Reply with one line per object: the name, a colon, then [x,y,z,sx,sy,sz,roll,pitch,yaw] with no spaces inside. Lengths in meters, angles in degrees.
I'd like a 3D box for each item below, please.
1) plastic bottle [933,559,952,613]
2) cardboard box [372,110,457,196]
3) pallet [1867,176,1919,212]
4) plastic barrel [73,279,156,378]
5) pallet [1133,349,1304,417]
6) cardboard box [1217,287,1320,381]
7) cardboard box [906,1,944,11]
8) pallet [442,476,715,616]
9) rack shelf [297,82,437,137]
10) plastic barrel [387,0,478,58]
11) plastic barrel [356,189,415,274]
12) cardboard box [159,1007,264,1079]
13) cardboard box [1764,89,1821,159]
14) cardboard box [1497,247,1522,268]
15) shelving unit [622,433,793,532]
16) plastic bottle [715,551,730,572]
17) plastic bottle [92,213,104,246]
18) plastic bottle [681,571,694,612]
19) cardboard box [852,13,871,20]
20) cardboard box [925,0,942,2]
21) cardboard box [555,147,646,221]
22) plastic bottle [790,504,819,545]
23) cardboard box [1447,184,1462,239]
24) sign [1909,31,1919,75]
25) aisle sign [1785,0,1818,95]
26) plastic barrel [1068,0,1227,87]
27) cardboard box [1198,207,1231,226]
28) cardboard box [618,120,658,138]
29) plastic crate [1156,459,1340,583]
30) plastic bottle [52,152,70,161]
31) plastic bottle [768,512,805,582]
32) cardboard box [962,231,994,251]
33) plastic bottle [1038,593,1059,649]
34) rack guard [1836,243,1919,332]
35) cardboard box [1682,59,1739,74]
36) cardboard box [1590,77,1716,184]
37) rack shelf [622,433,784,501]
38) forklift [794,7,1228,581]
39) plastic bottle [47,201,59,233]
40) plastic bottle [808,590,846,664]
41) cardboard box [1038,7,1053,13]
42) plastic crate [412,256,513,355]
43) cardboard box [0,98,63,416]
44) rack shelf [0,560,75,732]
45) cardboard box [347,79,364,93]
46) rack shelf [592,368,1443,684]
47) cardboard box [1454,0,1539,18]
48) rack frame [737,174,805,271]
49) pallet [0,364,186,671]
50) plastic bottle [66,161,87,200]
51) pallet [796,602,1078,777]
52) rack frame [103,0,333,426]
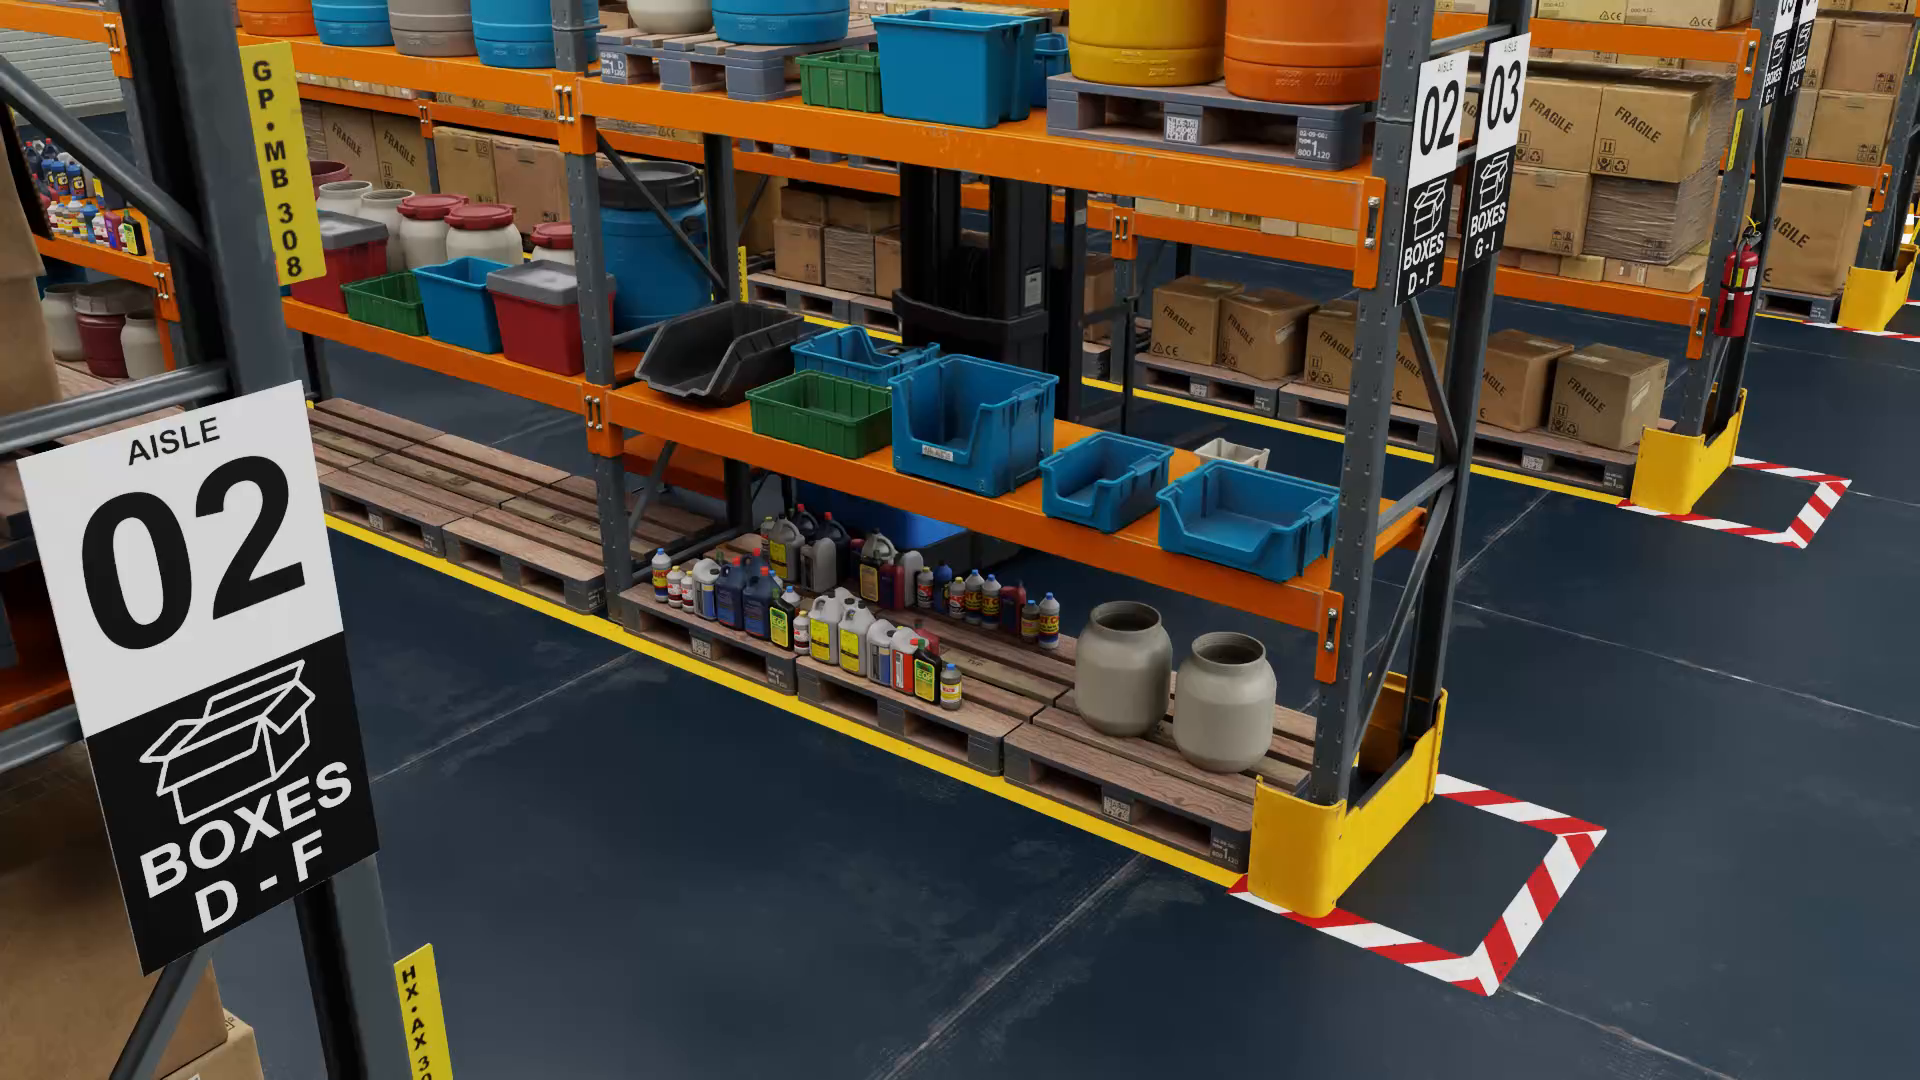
plastic bottle: [-0.089,0.226,8.354,0.097,0.271,0.097,0,24,0]
cardboard box: [-5.420,-4.031,17.293,0.875,0.875,0.875,17,29,33]
pallet: [9.916,-3.871,18.275,1.213,0.211,1.003,17,29,33]
plastic barrel: [-6.015,-1.535,11.984,0.708,0.588,0.600,17,29,33]
pallet: [2.020,-1.264,12.357,1.213,0.211,1.003,17,29,33]
cardboard box: [2.220,-1.494,12.000,0.500,0.500,0.500,-16,28,-31]
cardboard box: [-0.384,-5.868,18.400,0.250,0.149,0.380,18,30,36]
pallet: [-2.161,0.005,9.476,1.213,0.211,1.003,17,29,33]
rack shelf: [-6.541,-4.780,17.771,4.000,0.370,1.077,17,29,33]
plastic barrel: [-2.570,-2.906,8.284,0.600,0.901,0.600,0,24,0]
plastic barrel: [-3.422,-1.830,10.044,0.421,0.512,0.421,0,24,0]
cardboard box: [-1.467,0.964,2.913,0.250,0.149,0.380,17,29,33]
cardboard box: [6.940,-3.569,13.945,0.550,0.550,0.875,17,29,33]
cardboard box: [3.514,-1.855,10.552,0.250,0.149,0.380,17,29,33]
shelving unit: [-1.567,-0.639,9.789,1.048,1.125,0.538,16,29,33]
plastic bottle: [-1.179,0.202,8.395,0.133,0.283,0.061,17,29,33]
plastic bottle: [-5.633,-2.043,10.913,0.097,0.201,0.097,0,24,0]
plastic bottle: [-1.354,0.254,8.379,0.097,0.201,0.097,0,24,0]
cardboard box: [-1.004,-5.920,18.887,0.250,0.149,0.380,18,30,35]
cardboard box: [-0.187,-6.137,19.011,0.250,0.149,0.380,16,29,33]
cardboard box: [-2.988,-3.270,15.566,0.875,0.875,1.225,17,29,33]
plastic bottle: [-0.821,-0.020,8.814,0.185,0.351,0.144,16,28,32]
cardboard box: [3.392,-2.265,10.677,0.500,0.500,0.875,17,29,33]
sign: [7.381,-3.766,12.848,0.005,0.325,0.100,17,29,33]
aisle sign: [4.892,-2.995,9.604,0.004,0.787,0.394,17,29,33]
plastic barrel: [0.703,-2.012,6.121,0.600,0.588,0.600,0,24,0]
cardboard box: [1.862,-2.311,11.587,0.250,0.149,0.380,17,29,33]
cardboard box: [-2.678,-3.866,14.680,0.500,0.500,0.500,17,29,33]
plastic crate: [1.112,-0.082,6.401,0.616,0.251,0.499,17,29,33]
plastic bottle: [-6.706,-2.770,12.470,0.135,0.276,0.152,17,29,33]
plastic bottle: [-0.907,0.027,8.708,0.185,0.351,0.144,17,29,33]
cardboard box: [0.165,-2.161,13.488,0.500,0.500,0.700,14,27,29]
plastic bottle: [0.428,0.382,8.000,0.097,0.271,0.097,0,24,0]
rack guard: [7.737,-2.150,14.010,0.348,0.500,1.175,17,29,33]
cardboard box: [6.582,-4.247,14.144,0.550,0.550,0.875,17,29,33]
cardboard box: [4.074,-2.417,9.782,0.500,0.500,0.500,17,29,33]
rack shelf: [-1.564,-0.416,9.890,1.000,0.278,0.538,16,29,33]
forklift: [0.453,-1.564,9.665,3.031,2.935,1.130,-22,32,-40]
plastic bottle: [-6.101,-2.184,11.233,0.097,0.201,0.097,0,24,0]
plastic bottle: [-0.621,0.395,7.873,0.185,0.351,0.144,17,29,33]
cardboard box: [1.059,-5.759,18.154,0.250,0.149,0.380,17,29,33]
plastic crate: [-2.578,-1.252,8.892,0.575,0.384,0.392,17,29,33]
cardboard box: [-1.739,-0.345,2.270,0.637,0.503,0.797,19,30,37]
rack shelf: [-2.883,-0.056,3.328,4.000,0.370,1.077,17,29,33]
cardboard box: [-5.998,-4.665,16.930,0.250,0.149,0.380,17,29,34]
rack shelf: [0.091,-0.280,7.558,4.000,0.370,1.077,17,29,33]
cardboard box: [3.318,-3.309,10.006,0.500,0.250,0.500,18,29,34]
rack frame: [-1.739,-3.658,14.333,0.127,3.000,1.000,17,29,33]
pallet: [-1.832,-0.040,2.511,1.213,0.211,1.003,17,29,33]
plastic bottle: [-6.472,-2.634,12.168,0.097,0.271,0.097,0,24,0]
pallet: [-0.016,0.654,8.005,1.213,0.211,1.003,17,29,33]
rack frame: [-4.710,-2.060,10.706,0.127,3.000,1.000,17,29,33]
